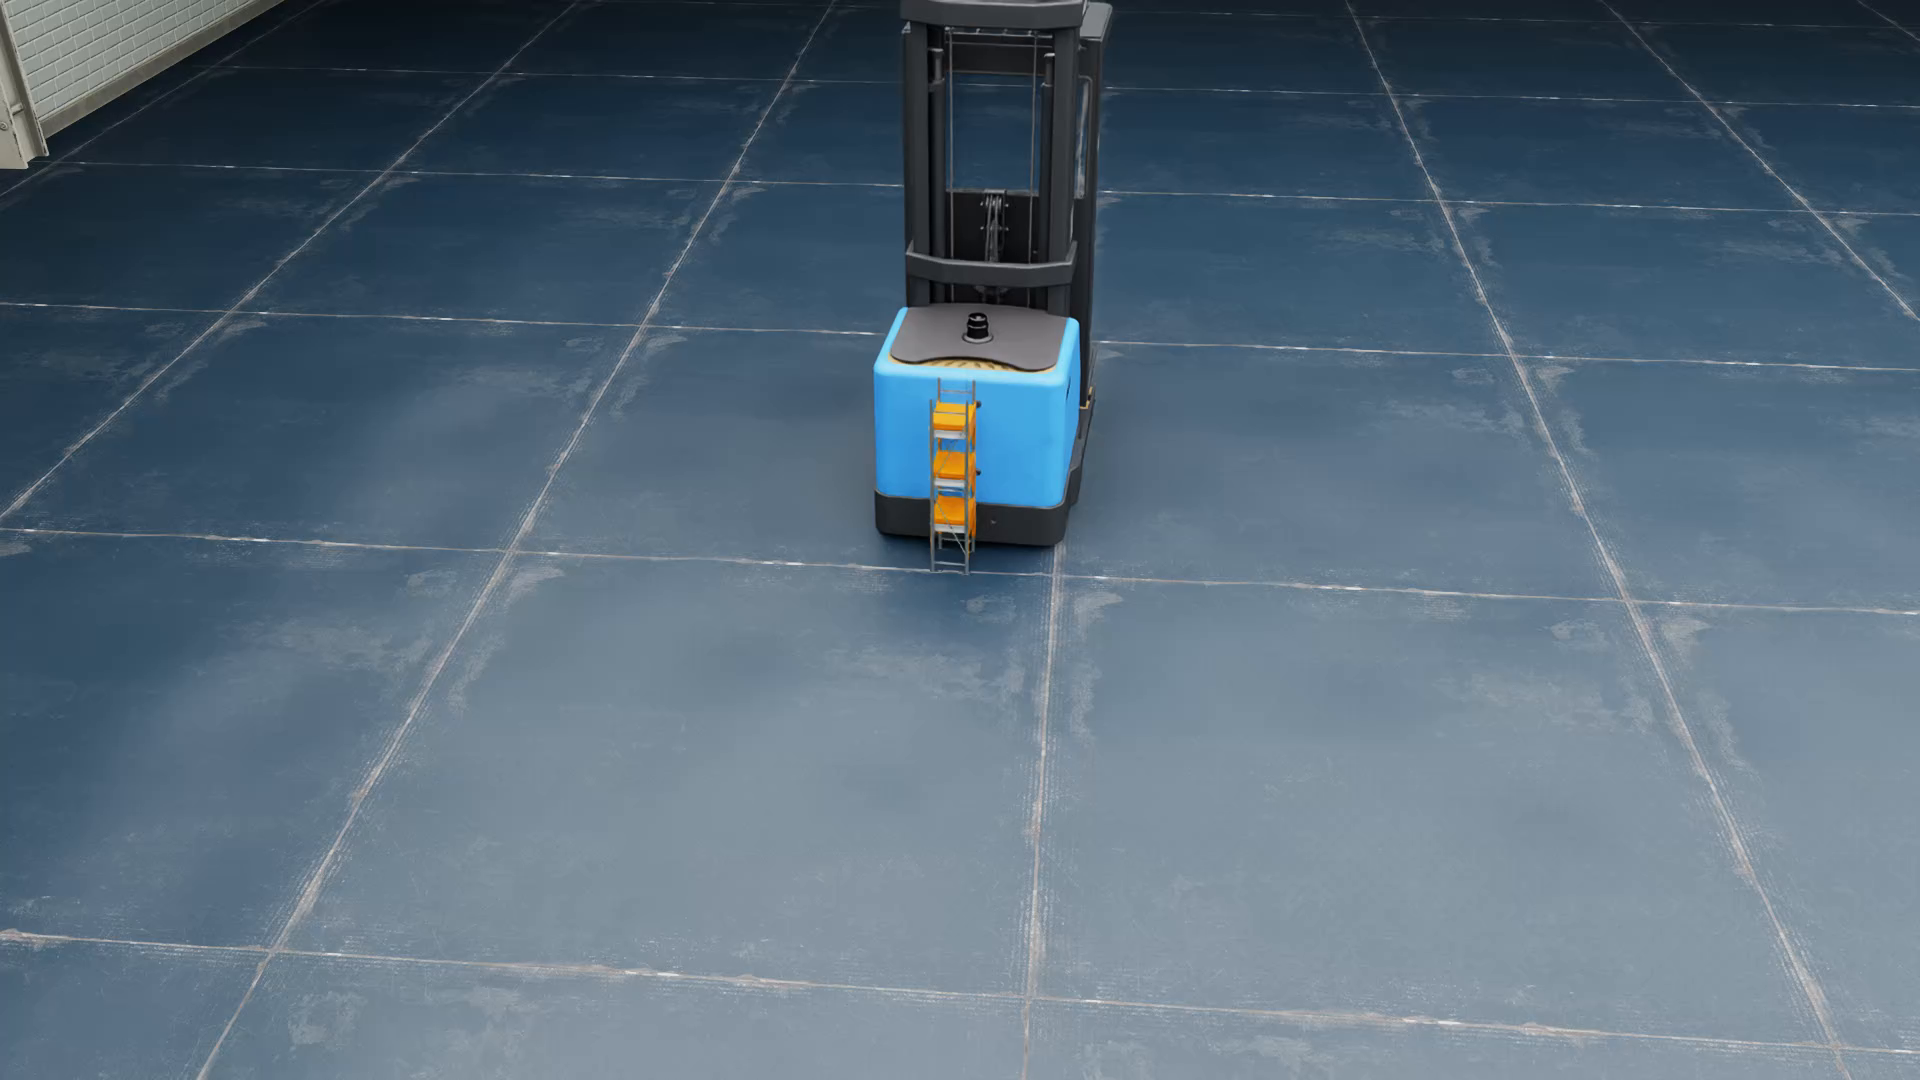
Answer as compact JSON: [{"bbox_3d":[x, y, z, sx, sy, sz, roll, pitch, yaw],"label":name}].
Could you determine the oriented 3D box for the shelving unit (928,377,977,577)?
[{"bbox_3d":[-0.037,-0.323,8.773,0.215,1.050,0.252,5,32,7],"label":"shelving unit"}]

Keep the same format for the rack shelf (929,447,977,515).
[{"bbox_3d":[-0.037,-0.314,8.779,0.215,0.259,0.240,5,32,7],"label":"rack shelf"}]

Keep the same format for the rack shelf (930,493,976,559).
[{"bbox_3d":[-0.037,-0.077,8.924,0.215,0.259,0.240,5,32,7],"label":"rack shelf"}]

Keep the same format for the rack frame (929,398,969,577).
[{"bbox_3d":[-0.055,-0.259,8.670,0.200,1.050,0.008,5,32,7],"label":"rack frame"}]

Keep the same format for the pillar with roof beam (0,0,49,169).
[{"bbox_3d":[-3.998,-6.991,12.017,9.100,9.000,0.400,2,32,4],"label":"pillar with roof beam"}]

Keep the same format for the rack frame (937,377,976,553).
[{"bbox_3d":[-0.018,-0.386,8.876,0.200,1.050,0.008,5,32,7],"label":"rack frame"}]

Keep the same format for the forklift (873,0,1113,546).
[{"bbox_3d":[0.264,-1.972,9.657,1.130,2.935,3.031,5,32,7],"label":"forklift"}]

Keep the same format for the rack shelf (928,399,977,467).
[{"bbox_3d":[-0.037,-0.555,8.630,0.215,0.259,0.240,5,32,7],"label":"rack shelf"}]
